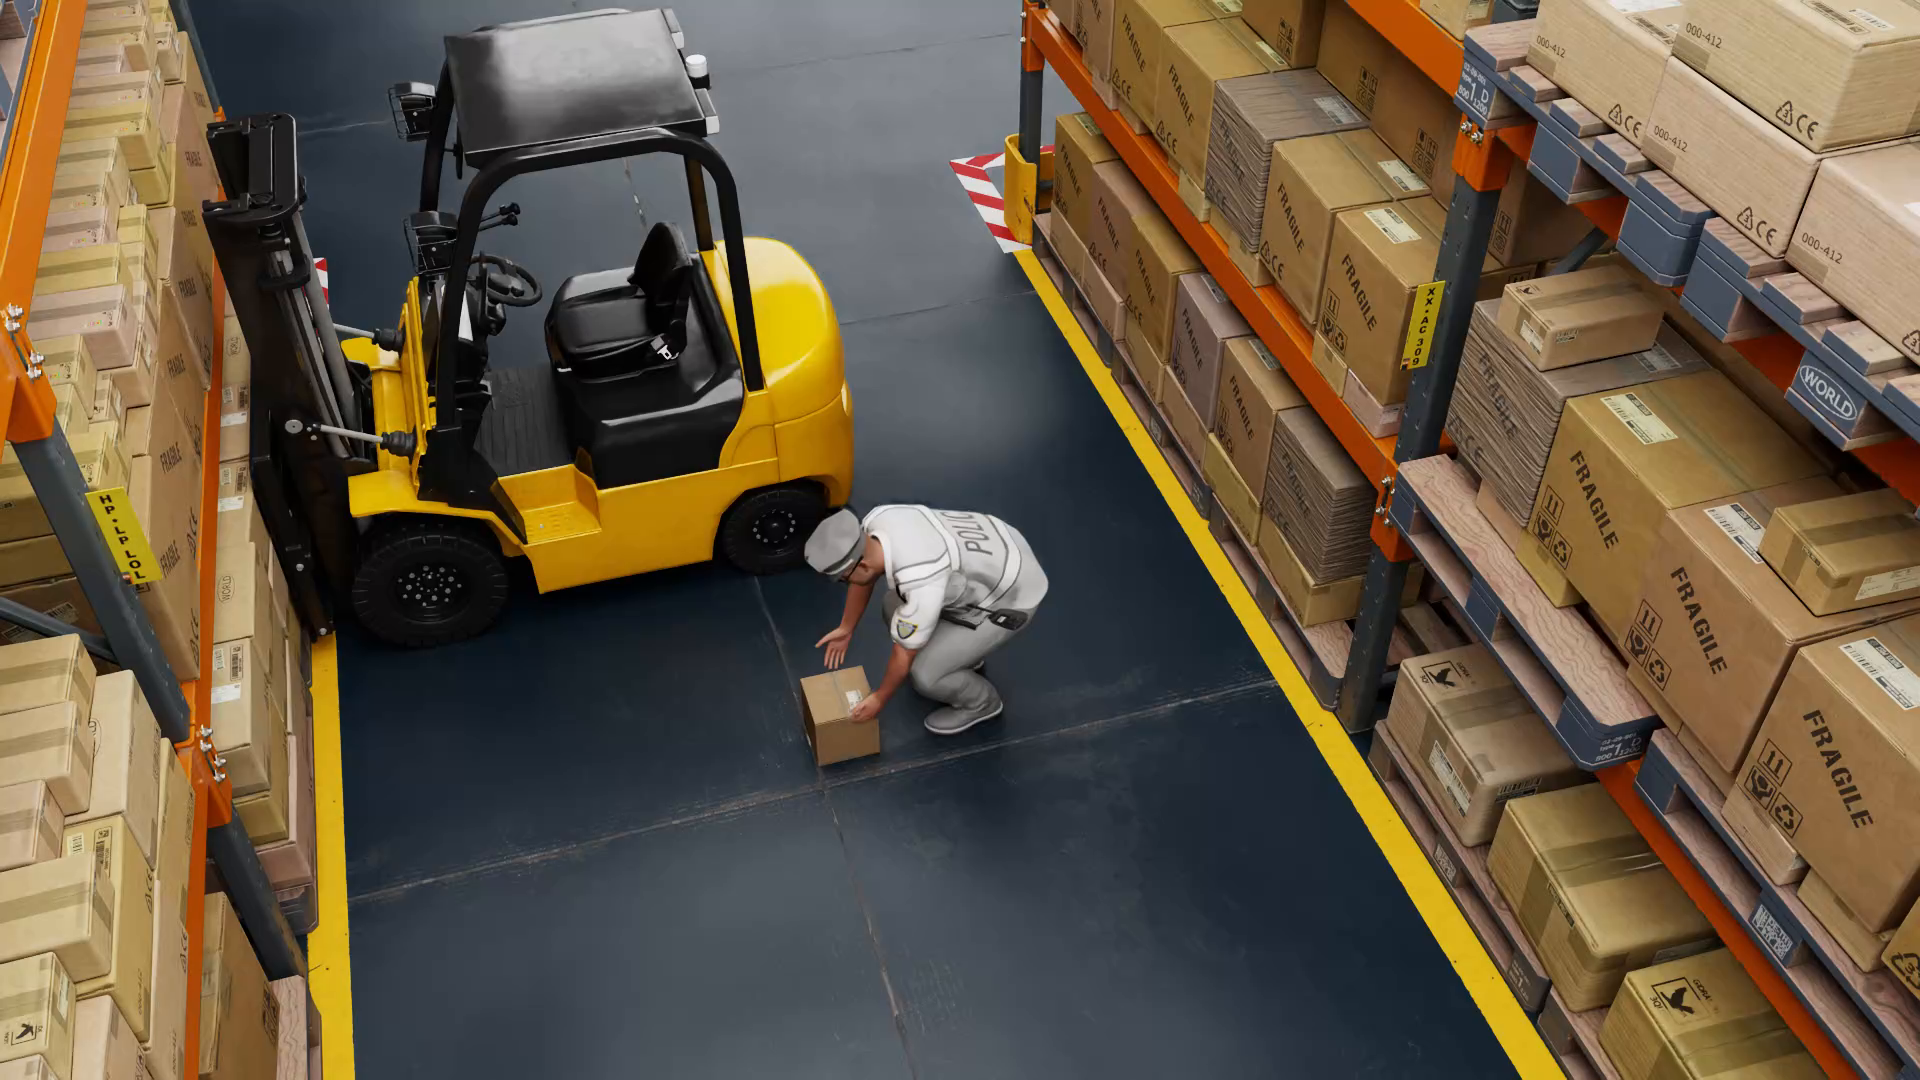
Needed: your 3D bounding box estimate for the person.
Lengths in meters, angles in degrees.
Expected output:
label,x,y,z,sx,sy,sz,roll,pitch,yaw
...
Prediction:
label,x,y,z,sx,sy,sz,roll,pitch,yaw
person,-0.145,0.318,6.390,0.949,0.973,0.578,-12,43,-13
